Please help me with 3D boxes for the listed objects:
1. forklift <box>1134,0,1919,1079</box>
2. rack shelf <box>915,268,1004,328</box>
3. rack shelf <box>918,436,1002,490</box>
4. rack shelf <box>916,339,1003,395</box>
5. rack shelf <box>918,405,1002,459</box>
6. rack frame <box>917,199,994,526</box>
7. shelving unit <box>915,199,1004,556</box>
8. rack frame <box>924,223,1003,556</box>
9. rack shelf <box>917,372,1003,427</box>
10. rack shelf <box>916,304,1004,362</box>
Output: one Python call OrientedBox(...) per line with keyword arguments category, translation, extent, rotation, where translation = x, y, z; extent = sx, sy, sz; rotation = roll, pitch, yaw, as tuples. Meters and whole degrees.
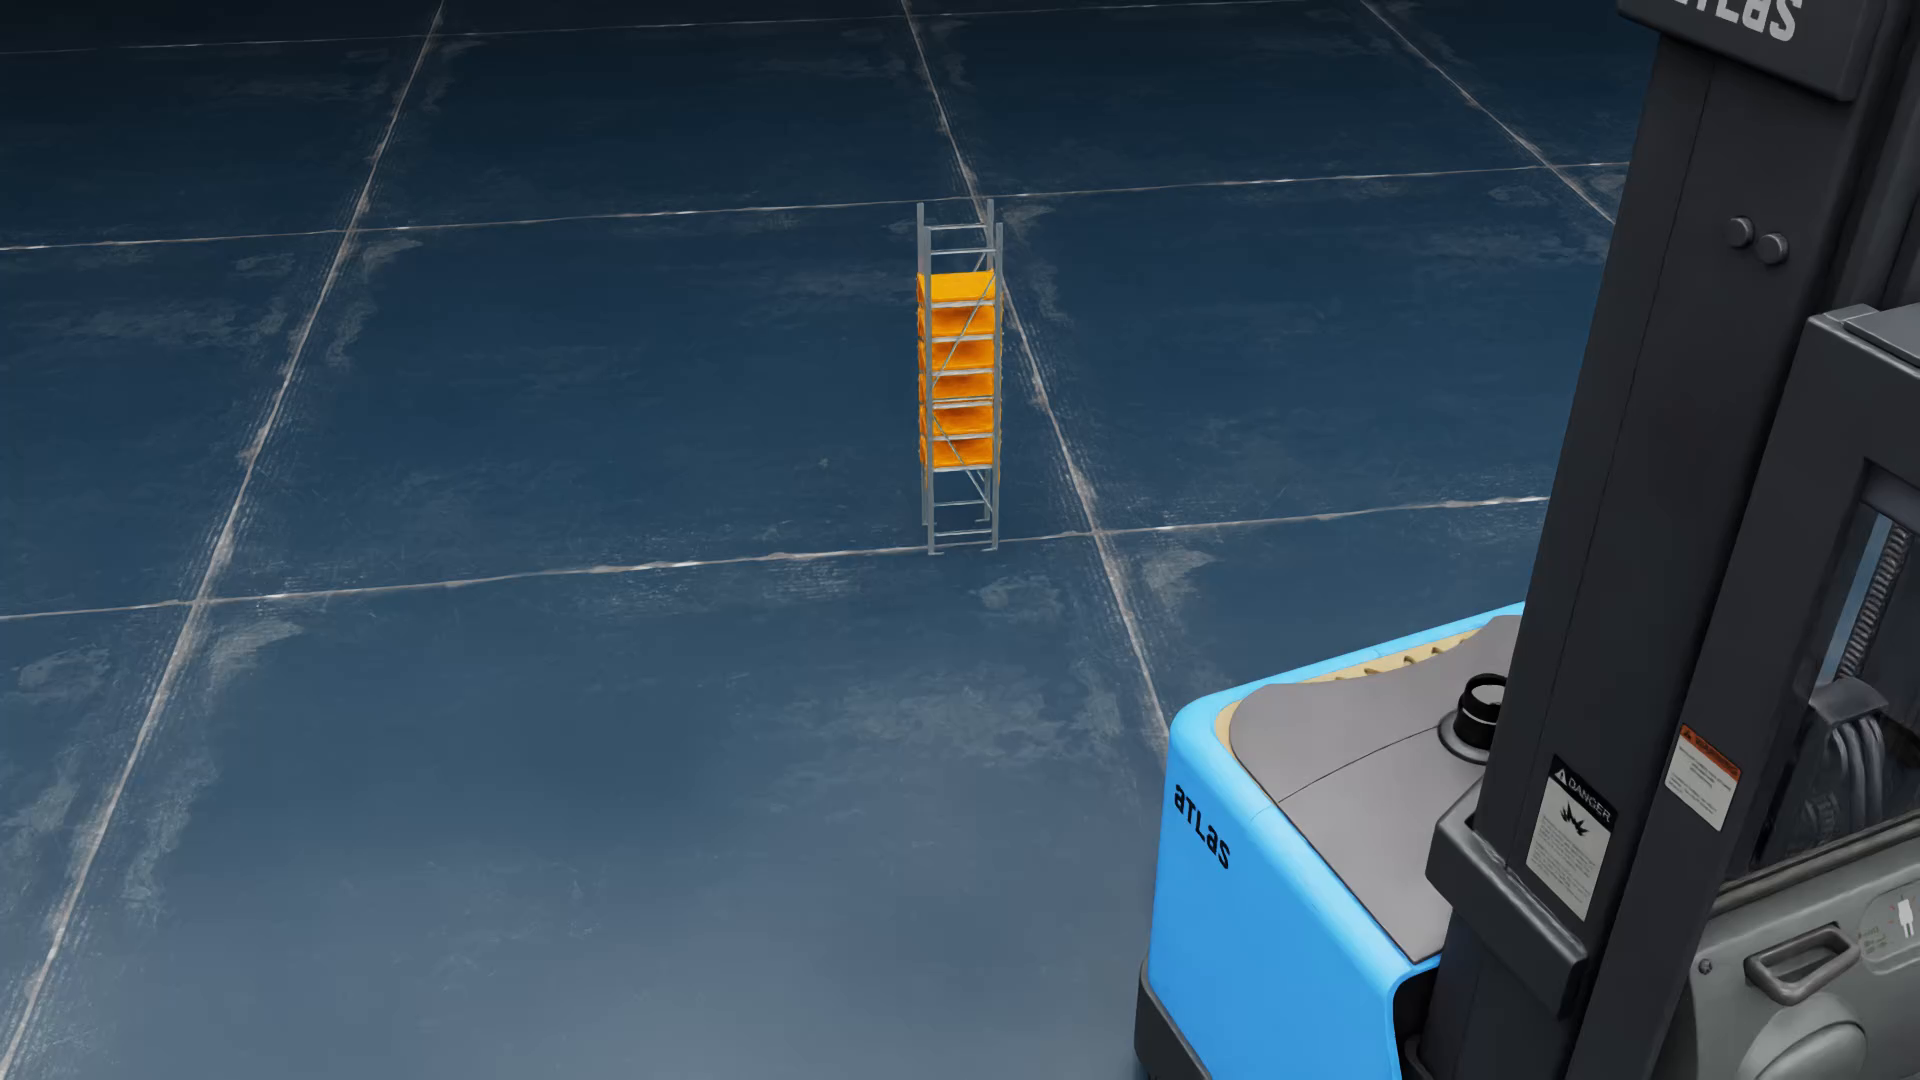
OrientedBox(category="forklift", translation=(1.463, 0.660, 2.179), extent=(1.130, 2.935, 3.031), rotation=(-14, 37, -19))
OrientedBox(category="rack shelf", translation=(-0.002, -0.765, 5.246), extent=(0.258, 0.103, 0.180), rotation=(-4, 35, -6))
OrientedBox(category="rack shelf", translation=(-0.002, -0.269, 5.584), extent=(0.258, 0.103, 0.180), rotation=(-4, 35, -6))
OrientedBox(category="rack shelf", translation=(-0.002, -0.566, 5.381), extent=(0.258, 0.103, 0.180), rotation=(-4, 35, -6))
OrientedBox(category="rack shelf", translation=(-0.002, -0.368, 5.517), extent=(0.258, 0.103, 0.180), rotation=(-4, 35, -6))
OrientedBox(category="rack frame", translation=(-0.014, -0.555, 5.499), extent=(0.240, 1.200, 0.006), rotation=(-4, 35, -6))
OrientedBox(category="shelving unit", translation=(-0.002, -0.504, 5.424), extent=(0.258, 1.200, 0.189), rotation=(-4, 35, -6))
OrientedBox(category="rack frame", translation=(0.010, -0.453, 5.349), extent=(0.240, 1.200, 0.006), rotation=(-4, 35, -6))
OrientedBox(category="rack shelf", translation=(-0.002, -0.467, 5.449), extent=(0.258, 0.103, 0.180), rotation=(-4, 35, -6))
OrientedBox(category="rack shelf", translation=(-0.002, -0.665, 5.314), extent=(0.258, 0.103, 0.180), rotation=(-4, 35, -6))
